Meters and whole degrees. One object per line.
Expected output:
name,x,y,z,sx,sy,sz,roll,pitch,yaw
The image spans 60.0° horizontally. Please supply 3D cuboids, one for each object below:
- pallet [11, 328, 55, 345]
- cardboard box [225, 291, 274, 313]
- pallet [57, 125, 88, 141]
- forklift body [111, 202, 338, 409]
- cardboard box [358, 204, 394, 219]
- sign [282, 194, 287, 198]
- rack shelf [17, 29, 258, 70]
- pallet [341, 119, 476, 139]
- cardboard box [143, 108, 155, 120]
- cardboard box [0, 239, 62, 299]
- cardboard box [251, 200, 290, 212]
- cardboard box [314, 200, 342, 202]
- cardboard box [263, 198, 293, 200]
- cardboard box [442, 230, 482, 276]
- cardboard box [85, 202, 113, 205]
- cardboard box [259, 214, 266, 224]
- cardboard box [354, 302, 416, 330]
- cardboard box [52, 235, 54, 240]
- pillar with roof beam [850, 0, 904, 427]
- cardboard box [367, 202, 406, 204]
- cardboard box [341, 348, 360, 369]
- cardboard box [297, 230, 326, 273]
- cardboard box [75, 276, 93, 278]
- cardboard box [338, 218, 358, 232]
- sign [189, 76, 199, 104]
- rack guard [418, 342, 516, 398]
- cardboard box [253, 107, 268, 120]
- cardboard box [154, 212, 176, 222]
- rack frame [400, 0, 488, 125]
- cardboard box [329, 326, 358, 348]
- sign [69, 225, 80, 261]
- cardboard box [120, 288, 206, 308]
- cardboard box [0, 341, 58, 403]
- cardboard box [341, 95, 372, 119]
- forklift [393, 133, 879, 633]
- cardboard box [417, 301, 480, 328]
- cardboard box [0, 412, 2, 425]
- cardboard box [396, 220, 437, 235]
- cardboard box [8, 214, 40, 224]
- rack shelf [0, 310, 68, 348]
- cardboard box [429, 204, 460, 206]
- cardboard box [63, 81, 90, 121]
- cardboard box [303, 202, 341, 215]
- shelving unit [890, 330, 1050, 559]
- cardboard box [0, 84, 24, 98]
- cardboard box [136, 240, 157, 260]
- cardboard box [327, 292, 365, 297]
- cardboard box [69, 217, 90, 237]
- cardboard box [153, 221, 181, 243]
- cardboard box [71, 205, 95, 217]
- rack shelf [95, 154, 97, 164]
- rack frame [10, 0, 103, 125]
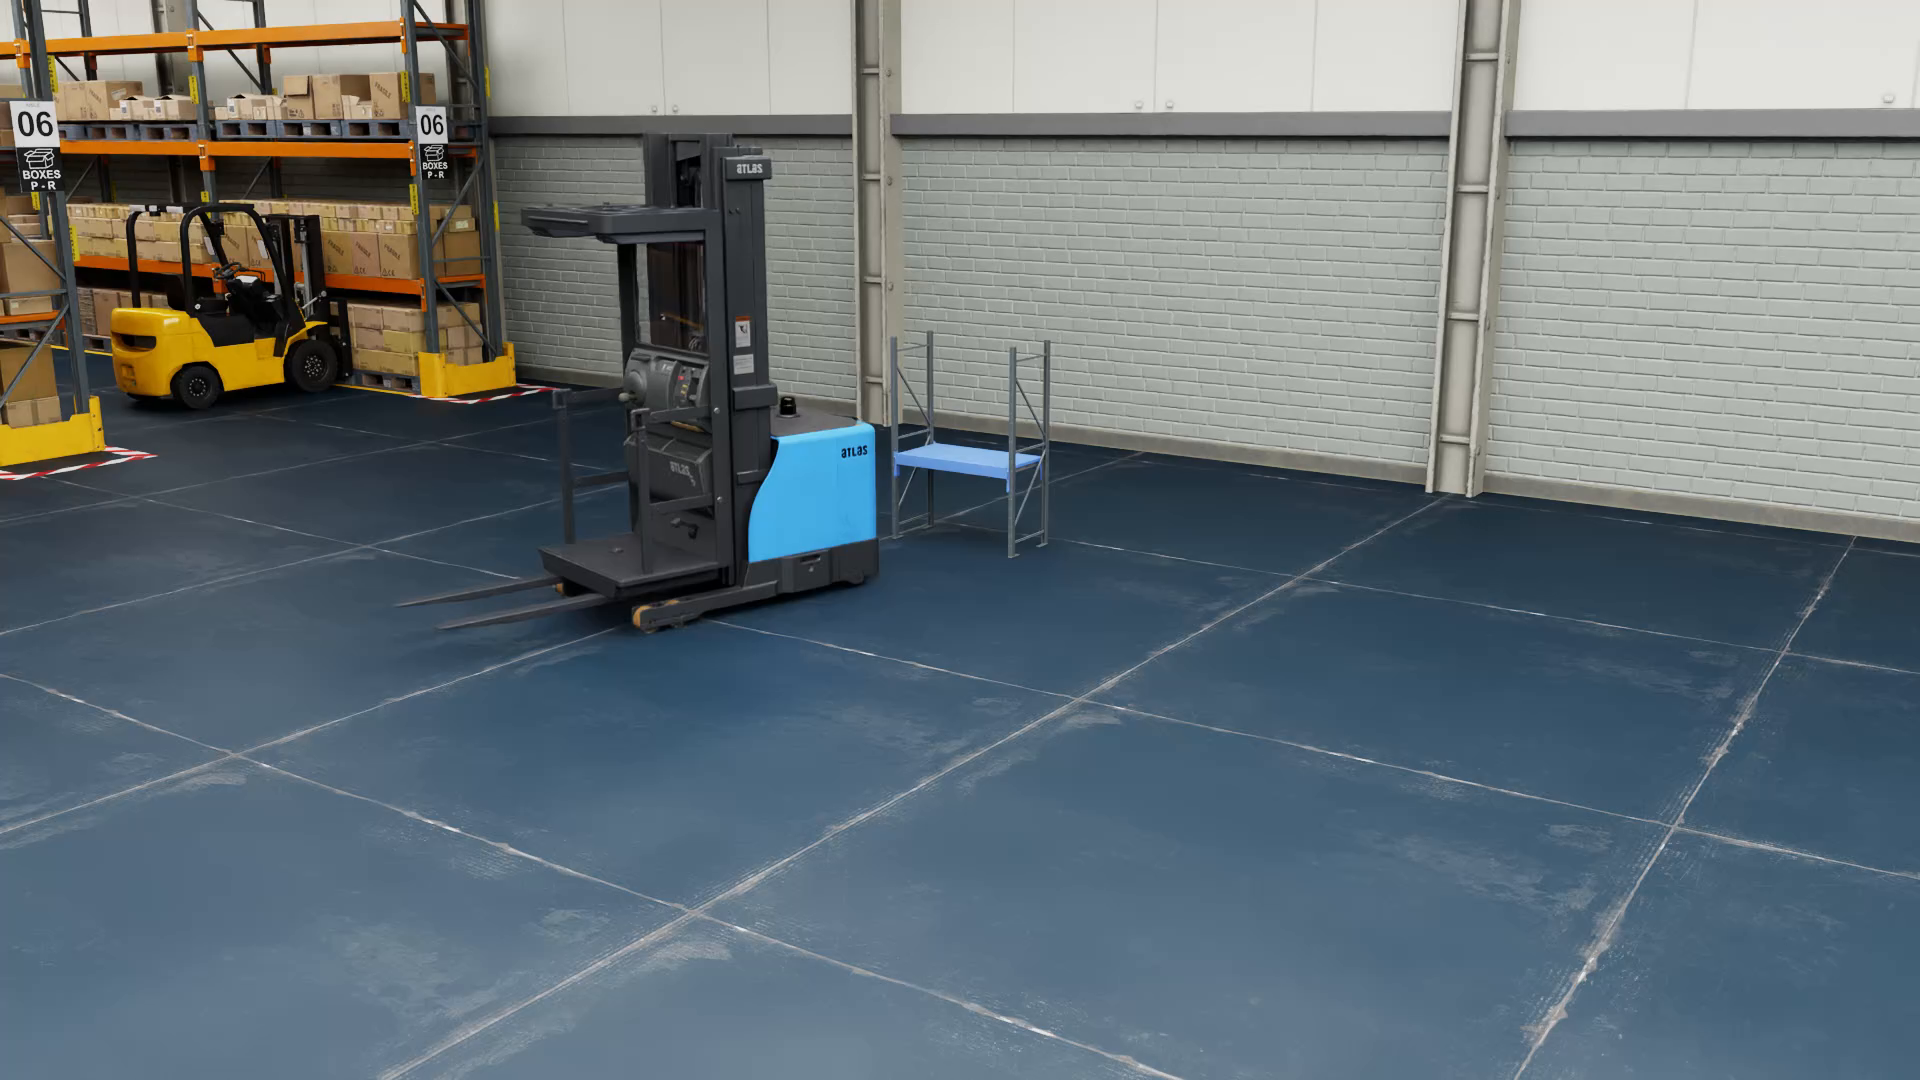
pallet,-12.964,-3.028,24.117,1.213,0.211,1.003,9,17,33
cardboard box,-8.820,-2.965,20.825,0.500,0.250,0.500,9,16,32
pallet,-11.752,-5.565,22.713,1.003,0.211,1.213,10,17,35
forklift body,-8.319,-2.680,18.673,1.214,2.155,2.313,9,17,33
cardboard box,-6.761,-3.820,19.335,0.250,0.149,0.380,9,17,33
sign,-8.738,-4.307,21.514,0.005,0.325,0.100,9,17,33
rack shelf,-10.706,-6.375,21.677,4.000,0.370,1.077,9,17,33
pallet,-6.300,-4.714,19.067,1.213,0.211,1.003,9,17,33
cardboard box,-10.128,-5.411,21.138,0.250,0.149,0.380,9,17,33
cardboard box,-8.733,-2.523,15.445,0.500,0.500,0.500,9,16,32
cardboard box,-8.463,-4.094,20.443,0.250,0.149,0.380,9,16,32
cardboard box,-7.754,-4.128,20.581,0.250,0.149,0.380,9,16,32
cardboard box,-8.613,-4.263,21.124,0.250,0.149,0.380,9,17,33
cardboard box,-5.983,-3.372,19.493,0.500,0.500,0.500,10,17,35
cardboard box,-11.983,-4.634,23.243,0.250,0.149,0.380,10,17,35
cardboard box,-8.318,-3.894,20.254,0.250,0.149,0.380,10,17,34
cardboard box,-6.710,-2.623,19.443,0.500,0.250,0.500,10,17,34
cardboard box,-12.134,-4.093,22.927,0.500,0.250,0.500,9,17,33
pillar with roof beam,-3.226,-4.723,12.677,0.400,9.000,9.100,9,17,33
cardboard box,-6.904,-3.992,20.032,0.250,0.149,0.380,9,16,31
cardboard box,-7.111,-2.208,19.848,0.500,0.250,0.500,9,17,33
cardboard box,-7.556,-3.469,19.885,0.500,0.500,0.500,9,17,33
cardboard box,-12.830,-3.752,24.218,0.250,0.149,0.380,10,17,35
cardboard box,-7.028,-3.693,19.439,0.250,0.149,0.380,9,16,31
sign,-9.341,-5.488,20.277,0.005,0.325,0.100,9,17,33
rack guard,-5.707,-1.985,19.300,0.348,0.500,1.175,9,17,33
cardboard box,-8.206,-5.100,19.883,0.250,0.149,0.380,10,17,34
cardboard box,-10.144,-4.186,21.432,0.250,0.149,0.380,9,16,31
rack frame,-5.727,-6.113,18.292,0.127,3.000,1.000,9,17,33
cardboard box,-7.156,-2.450,19.788,0.500,0.250,0.500,9,16,32
sign,-8.192,-2.739,15.346,0.005,0.325,0.100,9,17,33
cardboard box,-10.750,-3.063,22.520,0.625,0.625,0.875,8,16,31
cardboard box,-9.029,-1.611,15.875,0.500,0.500,0.500,9,16,31
cardboard box,-6.795,-4.929,18.948,0.258,0.266,0.396,9,17,33
forklift,-1.996,-1.002,10.270,3.031,2.935,1.130,-11,18,-39
cardboard box,-6.020,-2.658,19.585,0.500,0.250,0.500,9,16,32
cardboard box,-9.335,-1.138,15.527,0.500,0.250,0.500,9,17,33
cardboard box,-6.171,-3.555,18.885,0.250,0.149,0.380,9,17,34
cardboard box,-13.422,-4.482,23.625,0.500,0.250,0.500,8,16,30
rack shelf,-10.154,-2.130,16.183,4.000,0.370,1.077,9,17,33
cardboard box,-6.072,-3.845,19.435,0.250,0.149,0.380,10,17,35
cardboard box,-11.426,-5.838,22.130,0.500,0.500,0.700,9,16,32
cardboard box,-7.618,-3.957,19.888,0.250,0.149,0.380,9,17,33
shelving unit,0.071,-0.717,12.097,1.048,1.500,0.538,9,17,33
cardboard box,-8.675,-4.021,14.943,0.250,0.149,0.380,9,17,32
cardboard box,-10.426,-3.819,21.822,0.500,0.250,0.500,9,17,33
cardboard box,-7.689,-2.929,20.681,0.500,0.250,0.500,9,17,33
cardboard box,-11.719,-4.268,22.595,0.500,0.250,0.500,10,17,35
cardboard box,-10.027,-3.990,21.471,0.500,0.250,0.500,9,16,31
cardboard box,-11.816,-4.471,22.585,0.250,0.149,0.380,10,17,34
rack shelf,-14.025,-5.649,24.156,4.000,0.370,1.077,9,17,33
rack frame,-12.365,-7.186,22.626,0.127,3.000,1.000,9,17,33
